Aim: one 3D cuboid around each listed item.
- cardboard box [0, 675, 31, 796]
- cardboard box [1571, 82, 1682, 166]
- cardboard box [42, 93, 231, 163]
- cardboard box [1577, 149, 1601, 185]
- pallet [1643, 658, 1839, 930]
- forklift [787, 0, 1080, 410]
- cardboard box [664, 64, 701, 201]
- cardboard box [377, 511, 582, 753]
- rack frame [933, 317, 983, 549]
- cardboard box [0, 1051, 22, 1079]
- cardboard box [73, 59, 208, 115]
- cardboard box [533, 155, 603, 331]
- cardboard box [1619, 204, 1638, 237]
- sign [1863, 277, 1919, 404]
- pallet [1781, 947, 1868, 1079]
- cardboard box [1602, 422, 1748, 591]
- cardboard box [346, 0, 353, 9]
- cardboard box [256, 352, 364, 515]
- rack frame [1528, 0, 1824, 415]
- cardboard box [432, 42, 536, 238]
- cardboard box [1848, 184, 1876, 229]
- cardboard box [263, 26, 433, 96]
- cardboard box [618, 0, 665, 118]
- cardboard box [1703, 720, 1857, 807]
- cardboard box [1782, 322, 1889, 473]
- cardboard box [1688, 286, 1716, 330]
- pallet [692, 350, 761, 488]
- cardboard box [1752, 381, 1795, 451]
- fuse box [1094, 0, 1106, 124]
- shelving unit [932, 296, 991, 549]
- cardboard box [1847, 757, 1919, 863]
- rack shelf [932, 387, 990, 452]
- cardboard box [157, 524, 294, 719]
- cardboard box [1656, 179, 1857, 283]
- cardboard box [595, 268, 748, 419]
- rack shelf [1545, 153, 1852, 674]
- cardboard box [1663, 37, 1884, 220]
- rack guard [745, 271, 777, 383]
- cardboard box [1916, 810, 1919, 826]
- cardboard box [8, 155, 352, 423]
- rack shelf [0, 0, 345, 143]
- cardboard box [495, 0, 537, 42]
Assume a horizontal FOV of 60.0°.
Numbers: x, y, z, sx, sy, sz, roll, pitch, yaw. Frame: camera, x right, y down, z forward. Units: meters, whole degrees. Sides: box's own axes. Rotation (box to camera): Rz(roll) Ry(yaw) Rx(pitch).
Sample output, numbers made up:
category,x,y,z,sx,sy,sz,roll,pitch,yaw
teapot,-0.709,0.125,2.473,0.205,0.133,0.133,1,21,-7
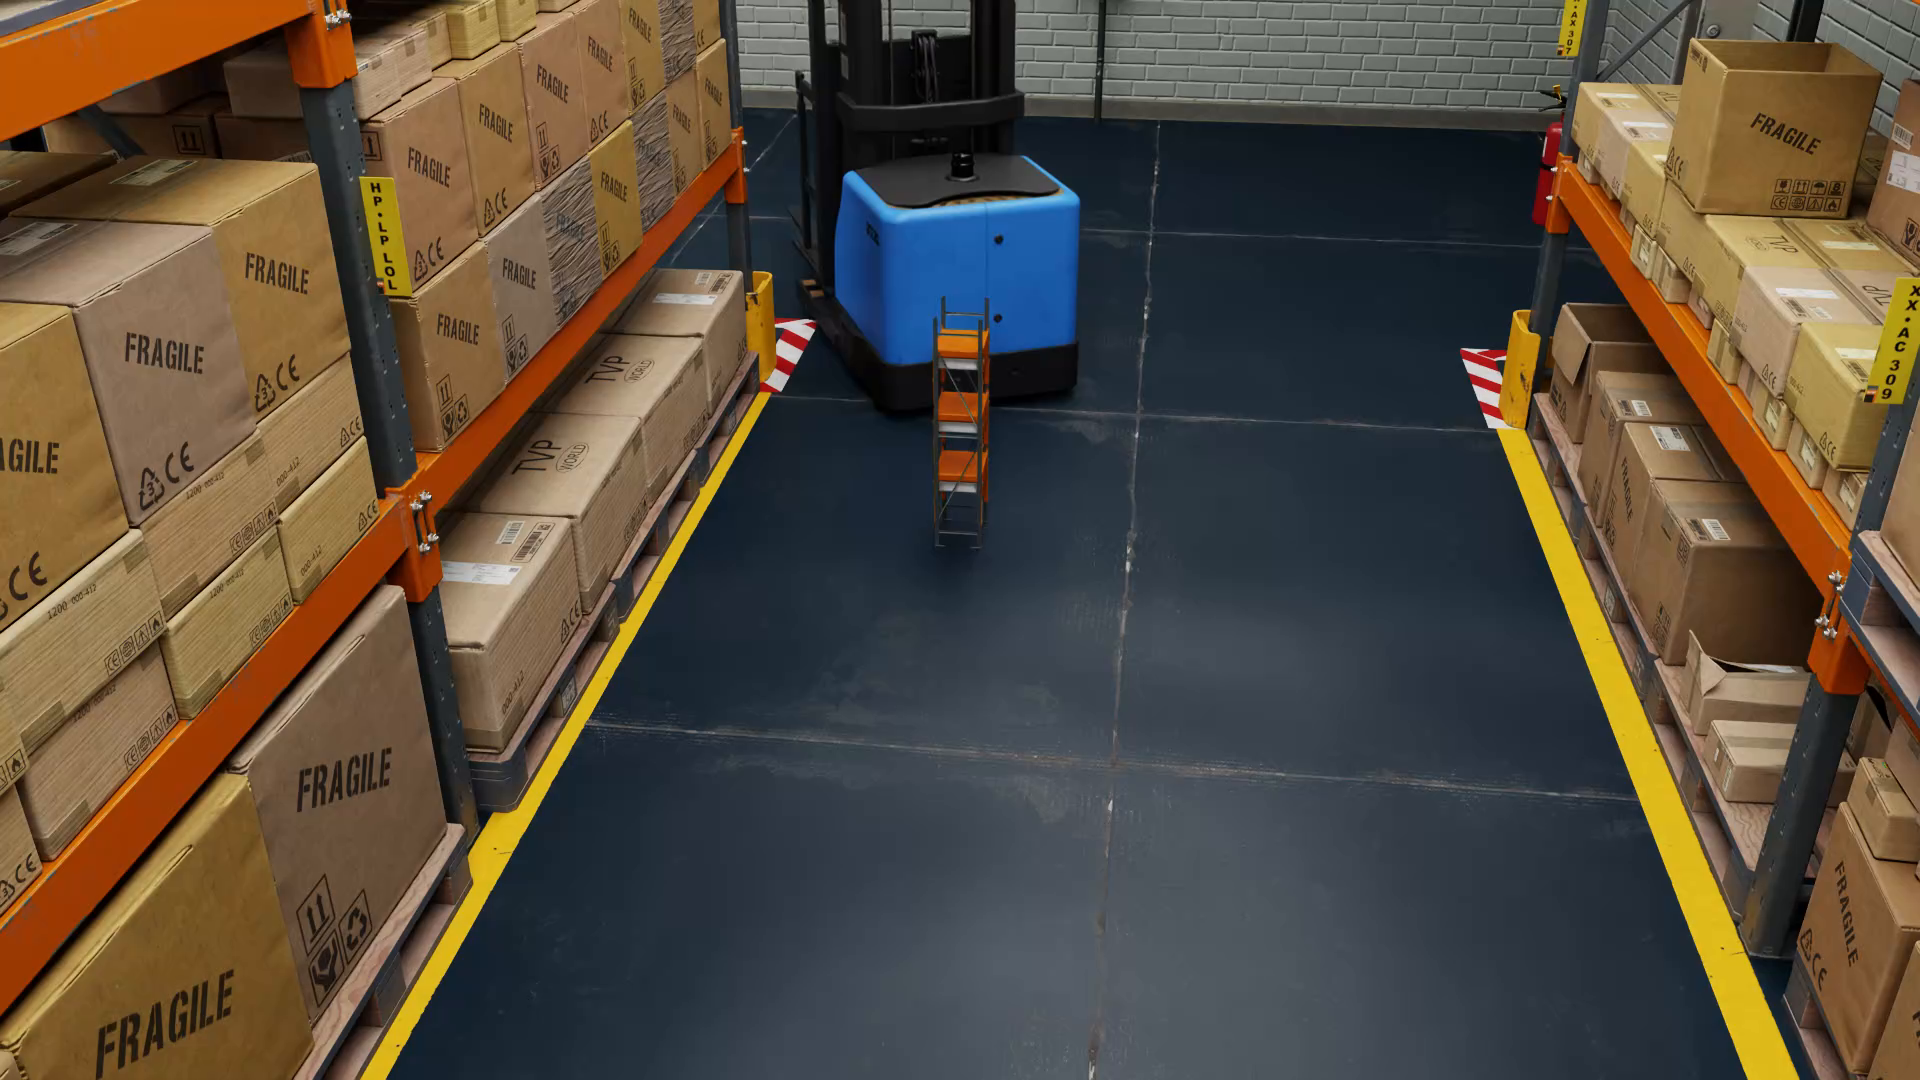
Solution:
category,x,y,z,sx,sy,sz,roll,pitch,yaw
cardboard box,-2.050,0.426,2.927,0.500,0.250,0.500,4,29,7
cardboard box,3.014,-1.826,7.322,0.500,0.250,0.500,4,29,6
cardboard box,-2.296,-1.085,4.943,0.500,0.500,0.500,3,28,6
cardboard box,3.024,-1.710,7.526,0.380,0.149,0.250,3,28,6
pallet,2.932,0.828,5.491,1.003,0.211,1.213,3,28,6
forklift,-0.330,-2.621,9.025,1.130,2.935,3.031,-9,30,-16
cardboard box,-1.463,-1.812,7.346,0.500,0.500,0.500,3,28,5
cardboard box,-1.897,0.291,5.806,0.875,0.438,0.875,3,28,5
rack frame,-0.008,-0.430,6.941,0.200,1.050,0.008,3,28,6
cardboard box,-2.290,1.530,3.044,0.875,0.875,0.875,4,29,7
cardboard box,-2.358,-1.296,4.650,0.380,0.149,0.250,3,28,5
cardboard box,-1.630,-1.083,5.993,0.500,0.500,0.500,4,29,7
cardboard box,2.949,-1.346,6.851,0.380,0.149,0.250,4,29,8
sign,2.307,-0.485,4.076,0.100,0.325,0.005,3,28,6
pallet,2.784,1.536,4.176,1.003,0.211,1.213,3,28,6
cardboard box,2.860,-0.118,6.499,0.500,0.500,0.500,4,29,7
cardboard box,-2.165,-1.651,5.309,0.380,0.149,0.250,3,28,6
cardboard box,-1.893,-0.296,4.267,0.500,0.250,0.500,3,28,6
rack frame,3.337,-1.959,7.724,1.000,3.000,0.127,3,28,6
cardboard box,-1.713,-1.295,5.331,0.500,0.500,0.500,3,28,6
cardboard box,3.350,-1.071,5.919,0.500,0.250,0.500,3,28,6
cardboard box,-1.769,-1.388,4.820,0.380,0.149,0.250,4,29,7
cardboard box,-1.512,-2.009,6.657,0.500,0.500,0.500,3,28,6
cardboard box,2.623,0.714,5.324,0.380,0.149,0.250,3,28,5
cardboard box,2.667,-0.395,4.665,0.500,0.250,0.500,4,29,7
cardboard box,2.842,-0.856,5.941,0.380,0.149,0.250,3,28,6
pallet,-1.610,-0.637,8.211,1.003,0.211,1.213,3,28,6
cardboard box,2.653,-0.378,5.054,0.380,0.149,0.250,4,29,8
fuse box,1.145,-4.144,13.137,0.539,1.711,0.414,3,28,6
shelving unit,0.007,-0.487,7.048,0.215,1.050,0.252,3,28,6
cardboard box,2.539,0.707,4.284,0.380,0.149,0.250,5,29,9
rack shelf,0.007,-0.478,7.053,0.215,0.259,0.240,3,28,6
cardboard box,-1.949,0.168,3.933,0.500,0.250,0.500,3,28,5
cardboard box,2.852,-1.108,5.989,0.500,0.250,0.500,3,28,5
cardboard box,-1.572,-0.986,8.177,0.875,0.438,0.875,2,28,4
rack shelf,3.092,-0.701,6.147,1.077,0.370,4.000,3,28,6
cardboard box,2.830,-1.450,5.833,0.500,0.500,0.500,4,29,7
rack guard,-1.587,-1.157,8.870,1.175,0.500,0.348,3,28,6
cardboard box,2.554,0.701,3.981,0.380,0.149,0.250,2,28,4
cardboard box,-1.886,-0.622,4.083,0.500,0.500,0.500,4,29,8
rack shelf,-2.325,-0.426,2.473,1.077,0.370,4.000,3,28,6
cardboard box,-1.626,-1.748,5.488,0.380,0.149,0.250,3,28,5
